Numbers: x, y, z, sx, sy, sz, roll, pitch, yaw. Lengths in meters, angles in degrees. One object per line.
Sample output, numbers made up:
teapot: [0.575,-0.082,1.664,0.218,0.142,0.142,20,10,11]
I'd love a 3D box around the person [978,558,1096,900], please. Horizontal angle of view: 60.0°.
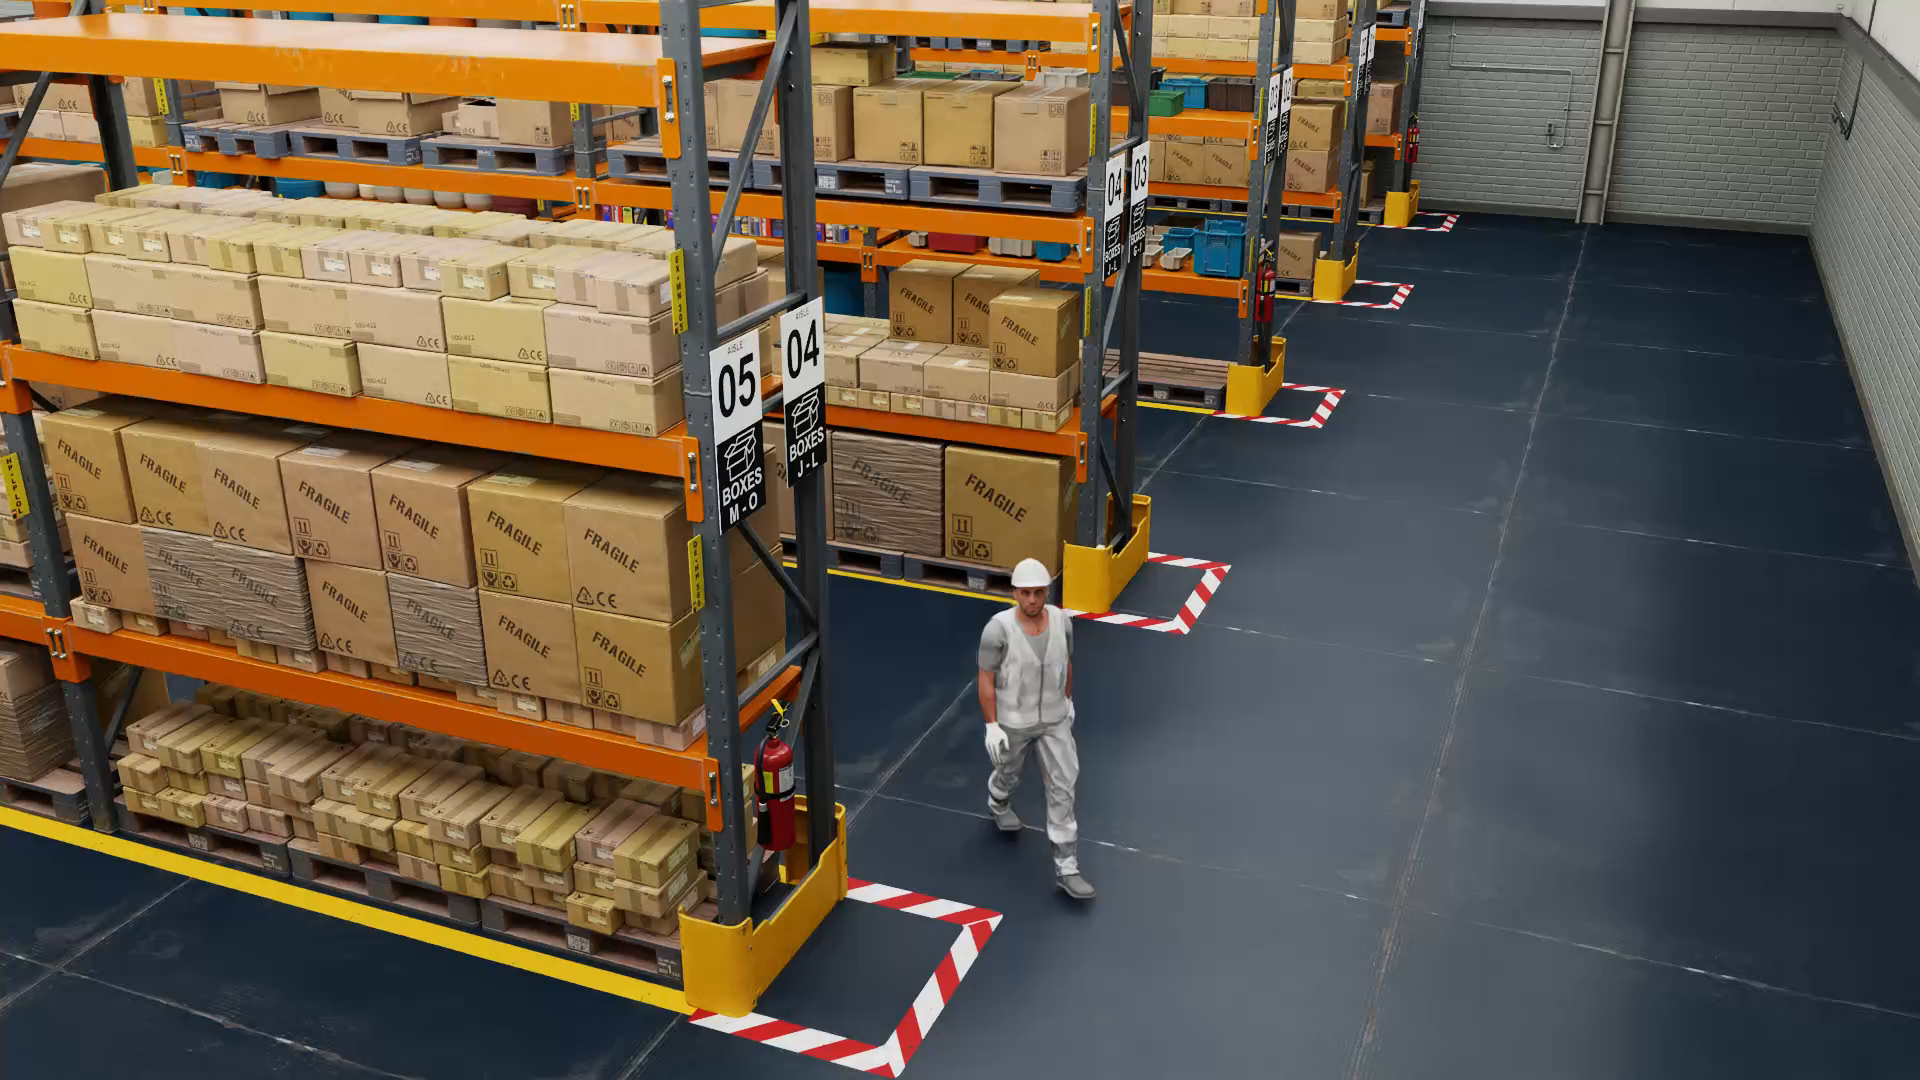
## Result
person: [0.385,0.933,8.614,0.590,1.748,1.022,-7,23,-17]
